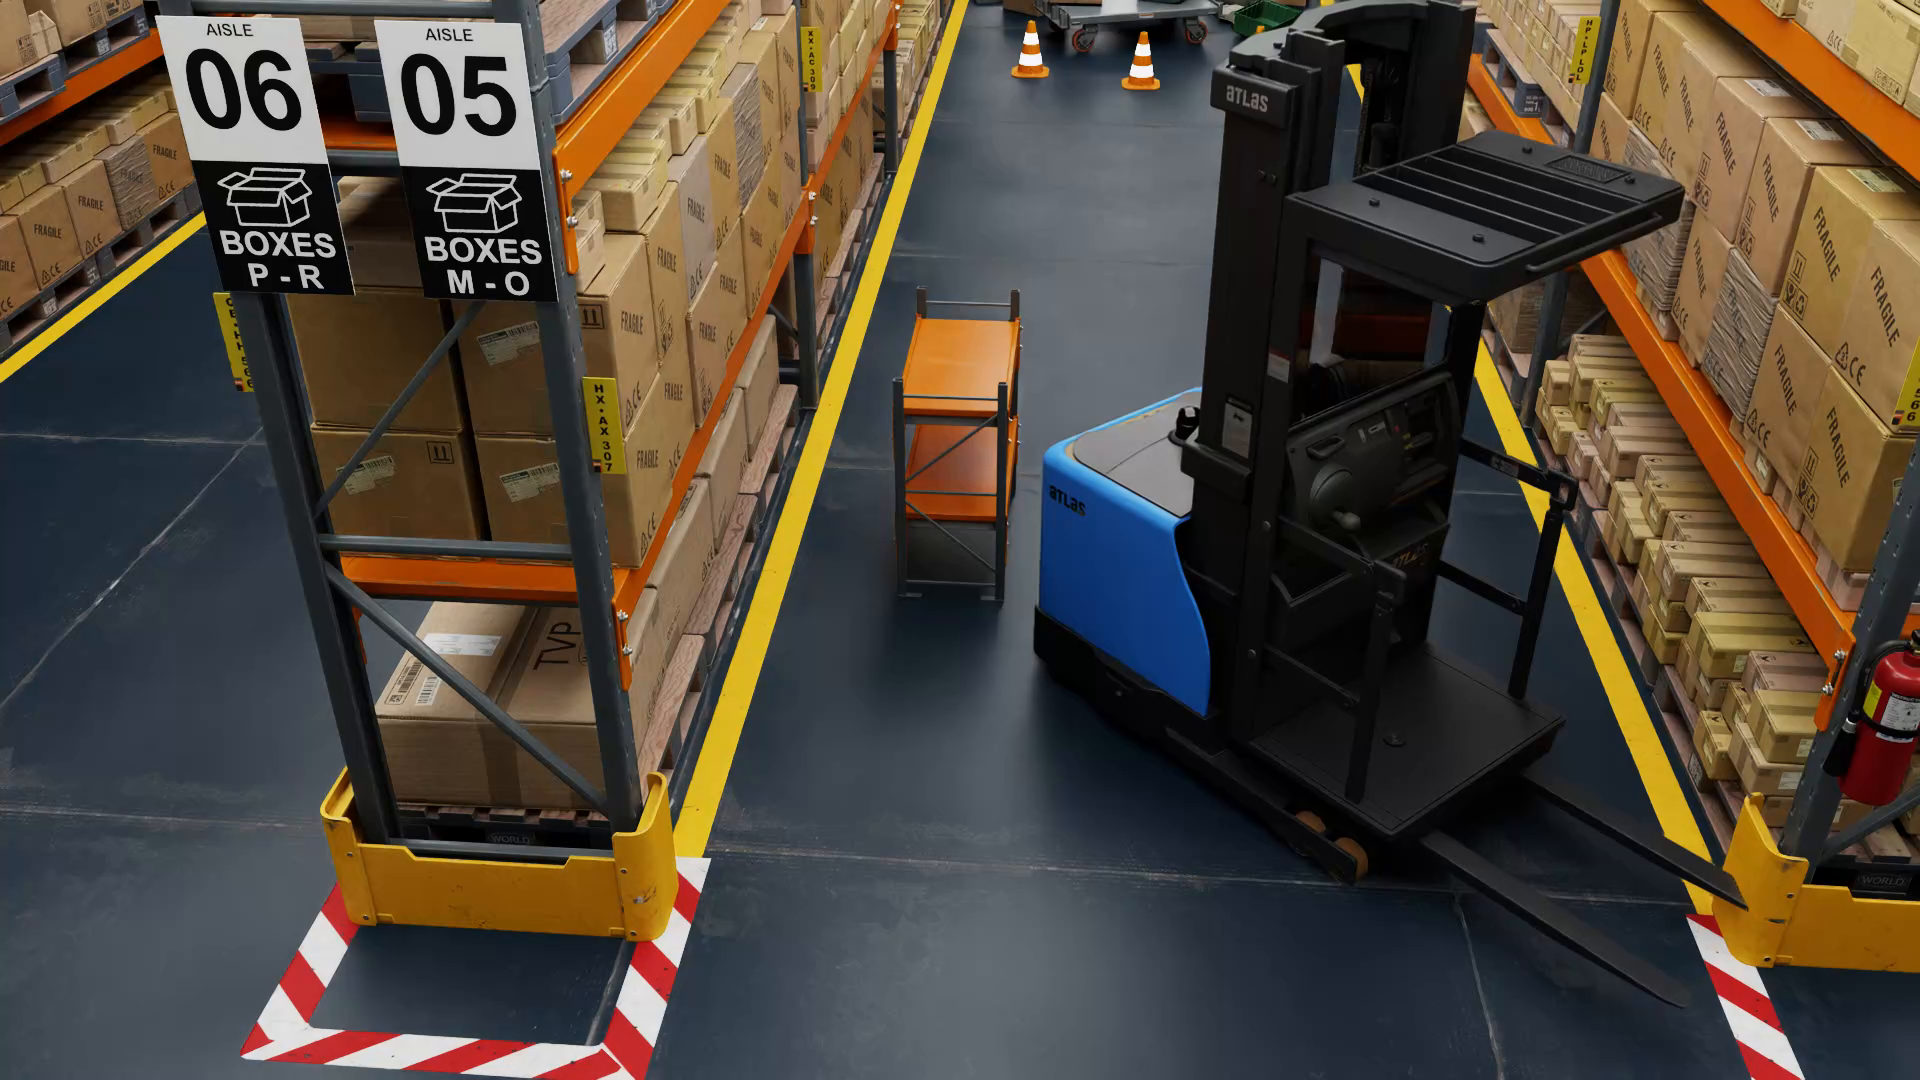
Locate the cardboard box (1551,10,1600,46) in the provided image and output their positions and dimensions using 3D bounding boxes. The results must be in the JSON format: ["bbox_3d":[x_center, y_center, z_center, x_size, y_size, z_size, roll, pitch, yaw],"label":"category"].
[{"bbox_3d":[3.539,-2.858,9.301,0.380,0.149,0.250,2,32,4],"label":"cardboard box"}]

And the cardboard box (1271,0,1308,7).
[{"bbox_3d":[3.391,-5.878,17.309,0.500,0.500,0.500,8,32,12],"label":"cardboard box"}]

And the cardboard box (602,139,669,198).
[{"bbox_3d":[-1.237,-1.297,5.829,0.380,0.149,0.250,1,32,2],"label":"cardboard box"}]

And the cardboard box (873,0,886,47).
[{"bbox_3d":[-0.789,-3.545,11.286,0.500,0.250,0.500,3,32,5],"label":"cardboard box"}]

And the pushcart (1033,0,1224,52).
[{"bbox_3d":[1.622,-5.056,16.095,1.648,0.377,0.936,-8,33,-13],"label":"pushcart"}]

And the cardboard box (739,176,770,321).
[{"bbox_3d":[-1.152,-1.317,7.433,0.500,0.500,0.500,2,32,3],"label":"cardboard box"}]

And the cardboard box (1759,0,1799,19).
[{"bbox_3d":[3.195,-2.078,6.046,0.500,0.250,0.500,4,32,6],"label":"cardboard box"}]

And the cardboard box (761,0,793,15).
[{"bbox_3d":[-1.014,-2.630,7.993,0.380,0.149,0.250,2,32,3],"label":"cardboard box"}]

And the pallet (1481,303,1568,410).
[{"bbox_3d":[3.698,-1.122,9.870,1.003,0.211,1.213,2,32,4],"label":"pallet"}]

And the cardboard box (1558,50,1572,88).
[{"bbox_3d":[3.515,-2.584,9.140,0.380,0.149,0.250,4,32,6],"label":"cardboard box"}]

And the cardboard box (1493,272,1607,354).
[{"bbox_3d":[3.445,-1.415,9.669,0.500,0.500,0.500,2,32,3],"label":"cardboard box"}]

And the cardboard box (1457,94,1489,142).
[{"bbox_3d":[3.623,-2.812,11.222,0.500,0.250,0.500,2,32,3],"label":"cardboard box"}]

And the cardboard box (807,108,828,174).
[{"bbox_3d":[-1.007,-2.216,9.129,0.500,0.250,0.500,2,32,3],"label":"cardboard box"}]

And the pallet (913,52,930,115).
[{"bbox_3d":[-0.813,-4.010,14.556,1.003,0.211,1.213,2,32,4],"label":"pallet"}]

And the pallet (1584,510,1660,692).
[{"bbox_3d":[3.520,0.277,7.599,1.003,0.211,1.213,2,32,4],"label":"pallet"}]

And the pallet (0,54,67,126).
[{"bbox_3d":[-6.080,-2.602,9.797,1.003,0.211,1.213,2,32,4],"label":"pallet"}]

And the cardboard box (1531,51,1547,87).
[{"bbox_3d":[3.551,-2.733,9.665,0.380,0.149,0.250,1,32,2],"label":"cardboard box"}]

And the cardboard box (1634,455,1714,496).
[{"bbox_3d":[3.308,-0.260,7.564,0.380,0.149,0.250,1,32,2],"label":"cardboard box"}]

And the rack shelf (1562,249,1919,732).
[{"bbox_3d":[3.473,-0.550,6.969,1.077,0.370,4.000,2,32,4],"label":"rack shelf"}]

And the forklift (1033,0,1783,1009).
[{"bbox_3d":[1.643,-0.271,5.896,1.130,2.935,3.031,-23,38,-32],"label":"forklift"}]

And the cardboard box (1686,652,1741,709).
[{"bbox_3d":[3.109,0.538,6.552,0.380,0.149,0.250,1,32,2],"label":"cardboard box"}]

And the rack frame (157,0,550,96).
[{"bbox_3d":[-1.632,-2.523,3.767,1.000,3.000,0.127,2,32,4],"label":"rack frame"}]

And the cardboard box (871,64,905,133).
[{"bbox_3d":[-0.924,-3.507,13.187,0.950,0.372,0.625,0,32,1],"label":"cardboard box"}]

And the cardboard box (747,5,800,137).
[{"bbox_3d":[-1.069,-2.270,8.027,0.500,0.500,0.500,2,32,4],"label":"cardboard box"}]

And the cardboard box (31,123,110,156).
[{"bbox_3d":[-5.922,-2.666,11.080,0.380,0.149,0.250,3,32,4],"label":"cardboard box"}]

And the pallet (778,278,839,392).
[{"bbox_3d":[-1.318,-1.280,10.126,1.003,0.211,1.213,2,32,4],"label":"pallet"}]

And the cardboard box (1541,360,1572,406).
[{"bbox_3d":[3.287,-0.818,8.752,0.380,0.149,0.250,4,32,6],"label":"cardboard box"}]

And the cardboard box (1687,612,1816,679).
[{"bbox_3d":[3.073,0.414,6.470,0.380,0.149,0.250,2,32,3],"label":"cardboard box"}]

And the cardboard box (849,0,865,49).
[{"bbox_3d":[-0.868,-3.229,10.297,0.500,0.250,0.500,2,32,2],"label":"cardboard box"}]

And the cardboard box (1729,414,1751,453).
[{"bbox_3d":[3.167,-0.417,6.307,0.380,0.149,0.250,1,32,2],"label":"cardboard box"}]

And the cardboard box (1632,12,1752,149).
[{"bbox_3d":[3.329,-2.000,7.304,0.500,0.500,0.500,2,32,2],"label":"cardboard box"}]

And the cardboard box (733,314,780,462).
[{"bbox_3d":[-1.464,-0.825,8.772,0.875,0.438,0.875,2,32,3],"label":"cardboard box"}]

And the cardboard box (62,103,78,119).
[{"bbox_3d":[-6.357,-2.946,11.535,0.380,0.149,0.250,2,32,3],"label":"cardboard box"}]

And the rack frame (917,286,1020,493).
[{"bbox_3d":[0.041,-0.741,8.380,0.500,1.125,0.032,2,32,4],"label":"rack frame"}]

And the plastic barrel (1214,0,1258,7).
[{"bbox_3d":[2.851,-5.647,17.010,0.512,0.421,0.421,27,41,37],"label":"plastic barrel"}]

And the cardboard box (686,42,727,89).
[{"bbox_3d":[-1.181,-1.965,6.912,0.380,0.149,0.250,2,32,3],"label":"cardboard box"}]

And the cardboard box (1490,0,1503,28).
[{"bbox_3d":[3.660,-3.418,10.776,0.380,0.149,0.250,4,32,6],"label":"cardboard box"}]

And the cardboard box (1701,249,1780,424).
[{"bbox_3d":[3.169,-0.760,6.246,0.500,0.500,0.500,3,32,4],"label":"cardboard box"}]

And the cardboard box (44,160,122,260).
[{"bbox_3d":[-5.911,-2.168,10.892,0.500,0.500,0.500,2,32,3],"label":"cardboard box"}]

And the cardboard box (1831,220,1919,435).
[{"bbox_3d":[3.100,-0.655,5.122,0.500,0.500,0.500,2,32,3],"label":"cardboard box"}]

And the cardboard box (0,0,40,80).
[{"bbox_3d":[-5.949,-3.006,9.774,0.700,0.500,0.500,3,32,5],"label":"cardboard box"}]

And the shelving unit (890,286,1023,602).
[{"bbox_3d":[-0.001,-0.475,7.949,0.538,1.125,1.048,2,32,4],"label":"shelving unit"}]

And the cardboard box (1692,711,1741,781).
[{"bbox_3d":[3.065,0.801,6.408,0.380,0.149,0.250,3,32,5],"label":"cardboard box"}]

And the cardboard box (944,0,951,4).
[{"bbox_3d":[-0.337,-5.549,16.616,0.500,0.250,0.500,1,32,2],"label":"cardboard box"}]

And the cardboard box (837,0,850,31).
[{"bbox_3d":[-0.926,-3.276,9.659,0.500,0.500,0.500,2,32,3],"label":"cardboard box"}]

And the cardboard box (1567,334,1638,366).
[{"bbox_3d":[3.401,-0.949,8.681,0.380,0.149,0.250,4,32,6],"label":"cardboard box"}]

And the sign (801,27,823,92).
[{"bbox_3d":[-0.753,-2.440,8.450,0.100,0.325,0.005,2,32,4],"label":"sign"}]

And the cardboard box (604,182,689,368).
[{"bbox_3d":[-1.274,-0.947,5.879,0.500,0.500,0.500,2,32,3],"label":"cardboard box"}]

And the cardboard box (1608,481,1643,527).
[{"bbox_3d":[3.218,-0.140,7.651,0.380,0.149,0.250,2,32,4],"label":"cardboard box"}]

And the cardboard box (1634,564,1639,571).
[{"bbox_3d":[3.276,0.130,7.497,0.380,0.149,0.250,3,32,5],"label":"cardboard box"}]

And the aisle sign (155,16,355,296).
[{"bbox_3d":[-1.946,-1.051,4.619,0.394,0.787,0.004,2,32,4],"label":"aisle sign"}]

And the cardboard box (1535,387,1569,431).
[{"bbox_3d":[3.286,-0.691,8.829,0.380,0.149,0.250,1,32,2],"label":"cardboard box"}]

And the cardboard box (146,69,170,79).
[{"bbox_3d":[-5.707,-3.340,12.175,0.380,0.149,0.250,1,32,1],"label":"cardboard box"}]

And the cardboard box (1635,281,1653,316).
[{"bbox_3d":[3.257,-1.110,7.432,0.380,0.149,0.250,3,32,5],"label":"cardboard box"}]

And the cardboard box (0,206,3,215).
[{"bbox_3d":[-6.014,-1.986,9.977,0.380,0.149,0.250,2,32,3],"label":"cardboard box"}]

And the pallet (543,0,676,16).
[{"bbox_3d":[-1.485,-2.236,6.245,1.003,0.211,1.213,2,32,4],"label":"pallet"}]

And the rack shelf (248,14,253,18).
[{"bbox_3d":[-5.765,-5.102,14.355,1.077,0.370,4.000,2,32,4],"label":"rack shelf"}]

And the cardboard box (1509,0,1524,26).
[{"bbox_3d":[3.619,-3.275,10.260,0.380,0.149,0.250,2,32,4],"label":"cardboard box"}]
